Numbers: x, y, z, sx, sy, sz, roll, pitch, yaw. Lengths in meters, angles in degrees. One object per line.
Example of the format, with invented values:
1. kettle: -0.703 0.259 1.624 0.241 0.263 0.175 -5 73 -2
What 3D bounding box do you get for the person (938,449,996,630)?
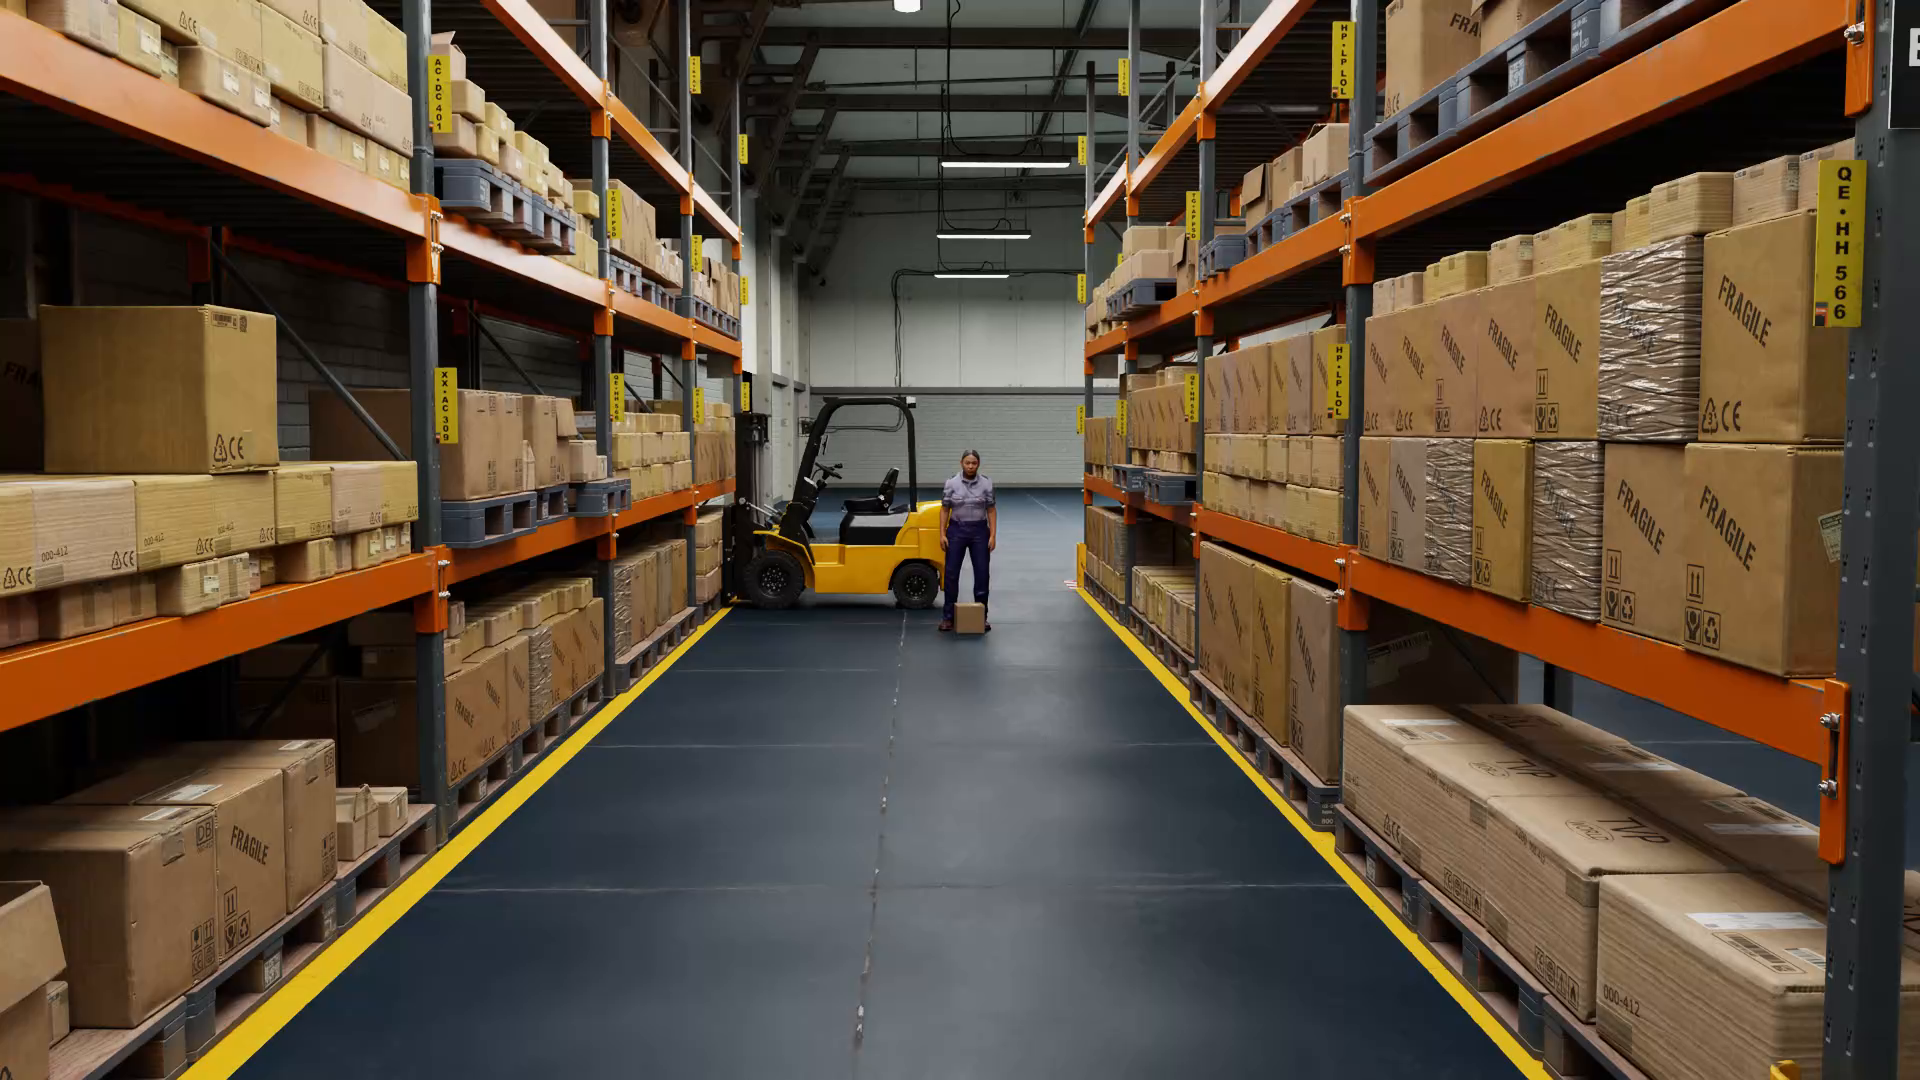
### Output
1. person: 0.066 -0.010 15.211 0.537 1.651 0.371 0 4 -2
